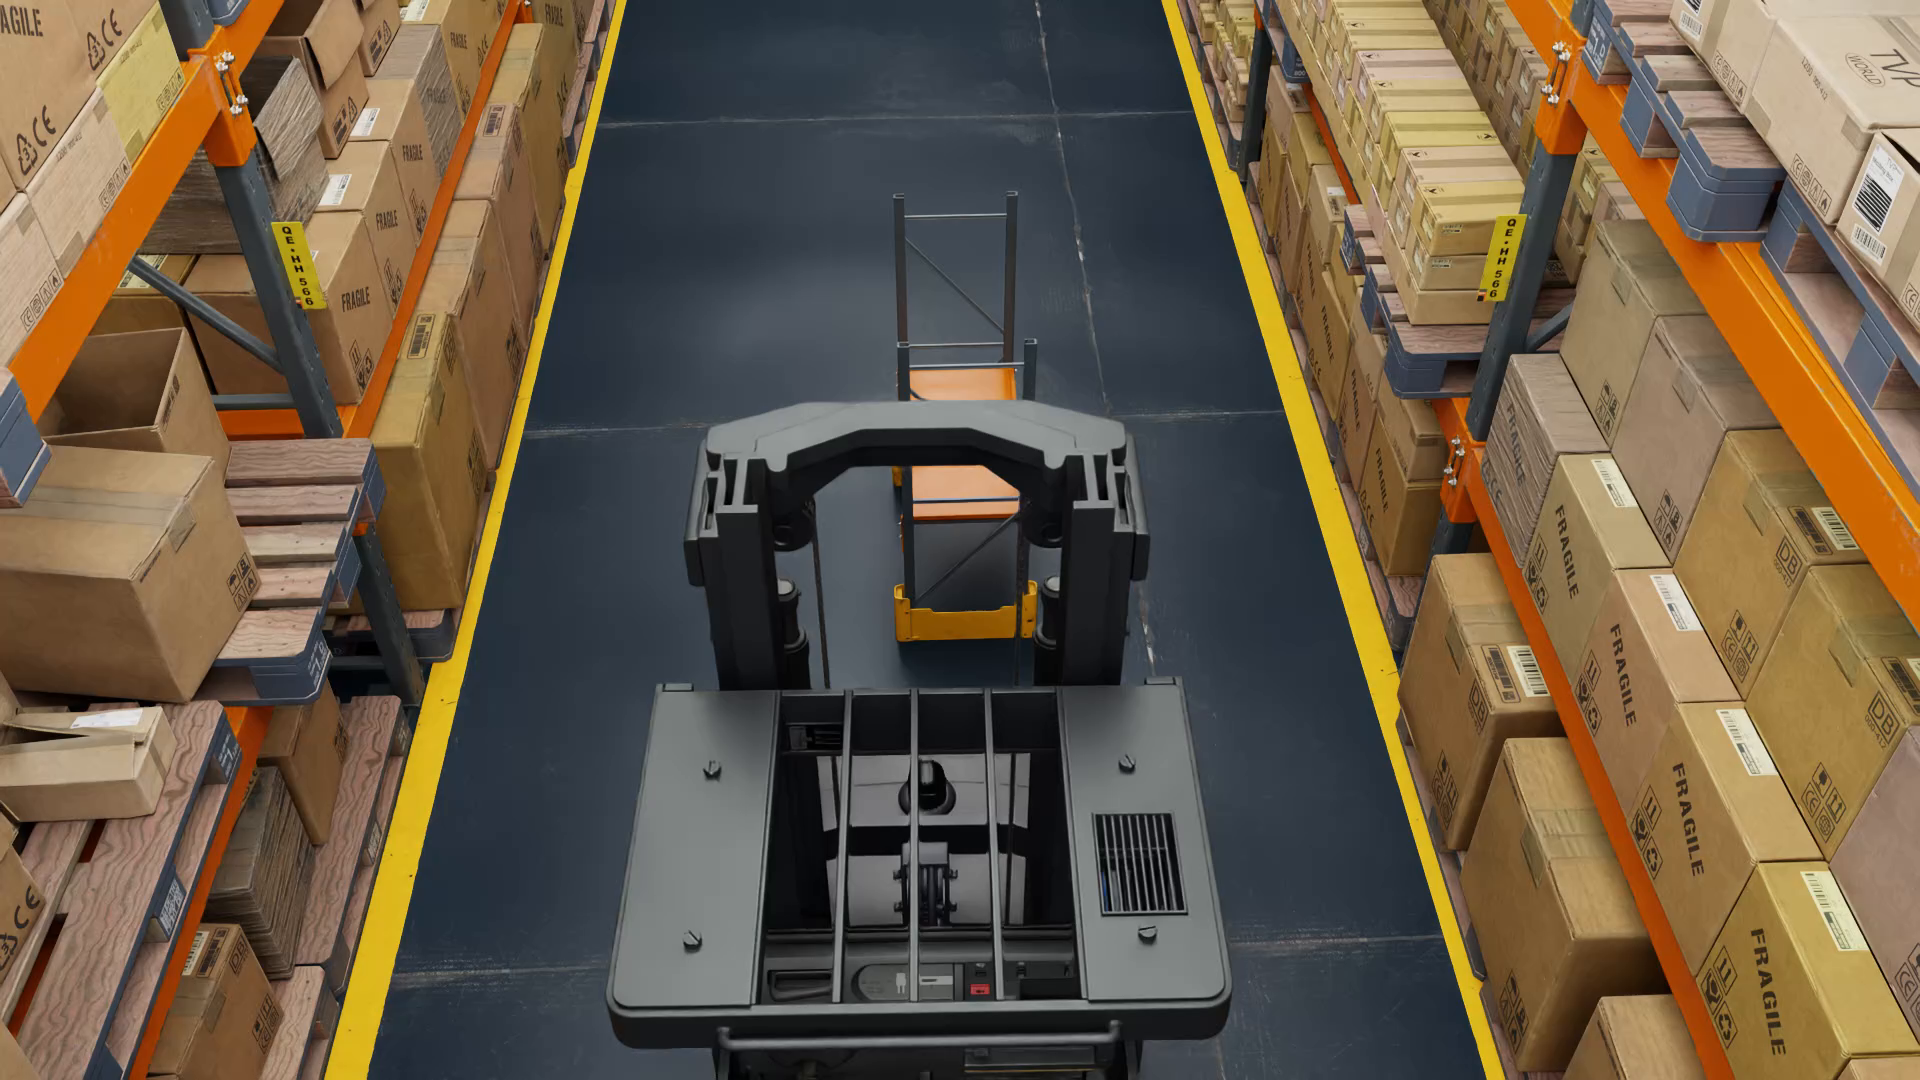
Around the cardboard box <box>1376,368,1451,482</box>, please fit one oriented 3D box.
[{"bbox_3d":[2.003,-0.497,6.706,0.500,0.250,0.500,-3,43,-3],"label":"cardboard box"}]

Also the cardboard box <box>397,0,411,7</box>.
[{"bbox_3d":[-2.783,-2.671,7.278,0.797,0.503,0.637,-1,43,-1],"label":"cardboard box"}]

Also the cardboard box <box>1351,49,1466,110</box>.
[{"bbox_3d":[1.776,-1.822,6.602,0.380,0.149,0.250,-2,43,-2],"label":"cardboard box"}]

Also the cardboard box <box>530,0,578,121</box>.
[{"bbox_3d":[-2.784,-2.979,9.691,0.875,0.875,0.875,-2,43,-2],"label":"cardboard box"}]

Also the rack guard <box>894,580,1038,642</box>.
[{"bbox_3d":[0.024,0.296,6.892,0.587,0.250,0.087,-2,43,-2],"label":"rack guard"}]

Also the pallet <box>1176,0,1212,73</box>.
[{"bbox_3d":[2.005,-3.483,11.044,1.003,0.211,1.213,-2,43,-2],"label":"pallet"}]

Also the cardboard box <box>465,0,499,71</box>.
[{"bbox_3d":[-2.529,-2.554,7.892,0.500,0.500,0.500,0,43,0],"label":"cardboard box"}]

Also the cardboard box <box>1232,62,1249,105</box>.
[{"bbox_3d":[1.793,-2.651,9.650,0.380,0.149,0.250,-1,43,-1],"label":"cardboard box"}]

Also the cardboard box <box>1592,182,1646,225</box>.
[{"bbox_3d":[2.468,-1.135,5.853,0.380,0.149,0.250,-2,43,-2],"label":"cardboard box"}]

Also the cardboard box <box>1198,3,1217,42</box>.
[{"bbox_3d":[1.723,-3.291,10.569,0.380,0.149,0.250,-2,43,-2],"label":"cardboard box"}]

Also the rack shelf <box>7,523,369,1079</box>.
[{"bbox_3d":[-2.581,1.156,4.451,1.077,0.370,4.000,-2,43,-2],"label":"rack shelf"}]

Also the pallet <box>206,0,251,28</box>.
[{"bbox_3d":[-2.746,-1.928,5.203,1.213,0.211,1.003,0,43,0],"label":"pallet"}]

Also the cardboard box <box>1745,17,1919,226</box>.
[{"bbox_3d":[2.126,-0.942,3.714,0.500,0.250,0.500,-1,43,-1],"label":"cardboard box"}]

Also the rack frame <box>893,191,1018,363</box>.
[{"bbox_3d":[-0.018,-0.838,7.204,0.500,1.500,0.032,-2,43,-2],"label":"rack frame"}]

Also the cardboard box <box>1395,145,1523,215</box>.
[{"bbox_3d":[1.807,-1.302,6.035,0.380,0.149,0.250,-2,43,-2],"label":"cardboard box"}]

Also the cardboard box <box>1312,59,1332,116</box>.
[{"bbox_3d":[1.750,-1.965,7.199,0.380,0.149,0.250,-3,43,-4],"label":"cardboard box"}]

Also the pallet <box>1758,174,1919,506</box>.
[{"bbox_3d":[2.425,-0.381,3.516,1.003,0.211,1.213,0,43,0],"label":"pallet"}]

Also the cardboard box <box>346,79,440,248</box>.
[{"bbox_3d":[-2.464,-1.526,6.770,0.500,0.500,0.500,-2,43,-3],"label":"cardboard box"}]

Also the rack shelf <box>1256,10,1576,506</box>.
[{"bbox_3d":[2.209,-1.618,7.477,1.077,0.370,4.000,-2,43,-2],"label":"rack shelf"}]

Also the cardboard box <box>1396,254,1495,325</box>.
[{"bbox_3d":[1.814,-0.915,6.053,0.380,0.149,0.250,-1,43,-1],"label":"cardboard box"}]

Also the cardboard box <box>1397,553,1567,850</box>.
[{"bbox_3d":[2.230,0.555,5.928,1.050,0.750,0.750,-2,43,-2],"label":"cardboard box"}]

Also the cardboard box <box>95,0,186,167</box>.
[{"bbox_3d":[-2.400,-1.196,4.375,0.500,0.250,0.500,-2,43,-2],"label":"cardboard box"}]

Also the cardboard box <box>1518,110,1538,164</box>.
[{"bbox_3d":[2.435,-1.570,6.548,0.380,0.149,0.250,-1,43,-2],"label":"cardboard box"}]

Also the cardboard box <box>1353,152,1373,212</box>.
[{"bbox_3d":[1.787,-1.425,6.609,0.380,0.149,0.250,-2,43,-2],"label":"cardboard box"}]

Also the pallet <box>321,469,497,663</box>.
[{"bbox_3d":[-2.624,0.035,7.206,1.003,0.211,1.213,-2,43,-2],"label":"pallet"}]

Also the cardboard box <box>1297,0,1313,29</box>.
[{"bbox_3d":[1.731,-2.420,7.474,0.380,0.149,0.250,0,43,0],"label":"cardboard box"}]

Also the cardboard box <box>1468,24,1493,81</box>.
[{"bbox_3d":[2.403,-2.088,7.113,0.380,0.149,0.250,0,43,0],"label":"cardboard box"}]

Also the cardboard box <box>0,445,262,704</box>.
[{"bbox_3d":[-2.479,0.087,4.700,0.700,0.500,0.500,4,43,5],"label":"cardboard box"}]

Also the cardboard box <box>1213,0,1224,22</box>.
[{"bbox_3d":[1.797,-3.357,10.421,0.380,0.149,0.250,-1,43,-1],"label":"cardboard box"}]

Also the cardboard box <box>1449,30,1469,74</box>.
[{"bbox_3d":[2.397,-2.154,7.405,0.380,0.149,0.250,0,43,0],"label":"cardboard box"}]

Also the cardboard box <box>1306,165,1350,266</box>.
[{"bbox_3d":[1.934,-1.533,7.836,0.500,0.250,0.500,0,43,0],"label":"cardboard box"}]

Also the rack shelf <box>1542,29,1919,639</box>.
[{"bbox_3d":[2.379,-0.023,3.518,1.077,0.370,4.000,-2,43,-2],"label":"rack shelf"}]

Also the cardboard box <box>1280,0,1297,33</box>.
[{"bbox_3d":[1.715,-2.491,7.773,0.380,0.149,0.250,-1,43,-1],"label":"cardboard box"}]

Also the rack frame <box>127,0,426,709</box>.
[{"bbox_3d":[-2.666,-0.459,5.680,1.000,3.000,0.127,-2,43,-2],"label":"rack frame"}]

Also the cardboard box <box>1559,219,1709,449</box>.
[{"bbox_3d":[2.303,-0.635,5.059,0.700,0.500,0.500,-2,43,-2],"label":"cardboard box"}]

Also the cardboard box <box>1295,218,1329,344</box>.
[{"bbox_3d":[1.950,-1.250,8.083,0.500,0.500,0.500,-1,43,-1],"label":"cardboard box"}]

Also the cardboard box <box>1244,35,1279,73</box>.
[{"bbox_3d":[1.849,-2.789,9.582,0.380,0.149,0.250,-1,43,-1],"label":"cardboard box"}]

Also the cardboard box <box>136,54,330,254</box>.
[{"bbox_3d":[-2.681,-1.360,5.847,0.797,0.503,0.637,0,43,0],"label":"cardboard box"}]

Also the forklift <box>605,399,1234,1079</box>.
[{"bbox_3d":[-0.077,1.249,3.868,1.130,2.935,3.031,-1,43,-1],"label":"forklift"}]

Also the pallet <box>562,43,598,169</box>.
[{"bbox_3d":[-2.790,-2.647,10.131,1.003,0.211,1.213,-2,43,-2],"label":"pallet"}]

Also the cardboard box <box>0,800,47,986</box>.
[{"bbox_3d":[-2.662,0.881,3.832,0.797,0.503,0.637,2,43,3],"label":"cardboard box"}]

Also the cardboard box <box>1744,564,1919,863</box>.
[{"bbox_3d":[2.372,0.398,3.932,0.700,0.500,0.500,-2,43,-2],"label":"cardboard box"}]

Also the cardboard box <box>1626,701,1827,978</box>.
[{"bbox_3d":[2.108,0.761,4.276,0.500,0.500,0.500,-2,43,-2],"label":"cardboard box"}]

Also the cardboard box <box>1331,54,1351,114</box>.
[{"bbox_3d":[1.761,-1.896,6.903,0.380,0.149,0.250,-1,43,-1],"label":"cardboard box"}]

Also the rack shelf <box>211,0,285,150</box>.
[{"bbox_3d":[-2.751,-2.650,6.383,1.077,0.370,4.000,-2,43,-2],"label":"rack shelf"}]

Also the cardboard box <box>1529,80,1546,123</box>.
[{"bbox_3d":[2.437,-1.658,6.423,0.380,0.149,0.250,-3,43,-4],"label":"cardboard box"}]

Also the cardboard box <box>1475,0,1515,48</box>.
[{"bbox_3d":[2.404,-2.188,7.002,0.380,0.149,0.250,-2,43,-2],"label":"cardboard box"}]

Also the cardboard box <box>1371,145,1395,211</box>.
[{"bbox_3d":[1.791,-1.383,6.344,0.380,0.149,0.250,-1,43,-1],"label":"cardboard box"}]

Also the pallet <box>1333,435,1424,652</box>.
[{"bbox_3d":[2.262,-0.033,7.279,1.003,0.211,1.213,-2,43,-2],"label":"pallet"}]

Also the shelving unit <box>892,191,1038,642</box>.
[{"bbox_3d":[0.003,-0.501,6.837,0.587,1.500,1.083,-2,43,-2],"label":"shelving unit"}]

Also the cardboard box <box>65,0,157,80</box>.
[{"bbox_3d":[-2.396,-1.471,4.121,0.500,0.500,0.500,-1,43,-1],"label":"cardboard box"}]

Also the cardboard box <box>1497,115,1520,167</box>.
[{"bbox_3d":[2.427,-1.628,6.831,0.380,0.149,0.250,0,43,0],"label":"cardboard box"}]

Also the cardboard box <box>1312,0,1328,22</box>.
[{"bbox_3d":[1.737,-2.363,7.193,0.380,0.149,0.250,0,43,0],"label":"cardboard box"}]

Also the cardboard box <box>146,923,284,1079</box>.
[{"bbox_3d":[-2.550,1.509,5.058,0.700,0.500,0.500,2,43,2],"label":"cardboard box"}]

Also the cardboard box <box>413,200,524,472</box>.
[{"bbox_3d":[-2.704,-0.899,7.422,1.225,0.875,0.875,-2,43,-2],"label":"cardboard box"}]

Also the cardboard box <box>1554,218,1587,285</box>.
[{"bbox_3d":[2.465,-1.084,6.238,0.380,0.149,0.250,0,43,0],"label":"cardboard box"}]

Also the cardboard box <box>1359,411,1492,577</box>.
[{"bbox_3d":[2.005,-0.203,6.941,0.500,0.500,0.500,-2,43,-2],"label":"cardboard box"}]

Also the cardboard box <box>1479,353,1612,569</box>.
[{"bbox_3d":[2.043,-0.259,5.388,0.500,0.500,0.500,-1,43,-1],"label":"cardboard box"}]

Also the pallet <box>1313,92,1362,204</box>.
[{"bbox_3d":[2.169,-1.798,7.283,1.003,0.211,1.213,-2,43,-2],"label":"pallet"}]
